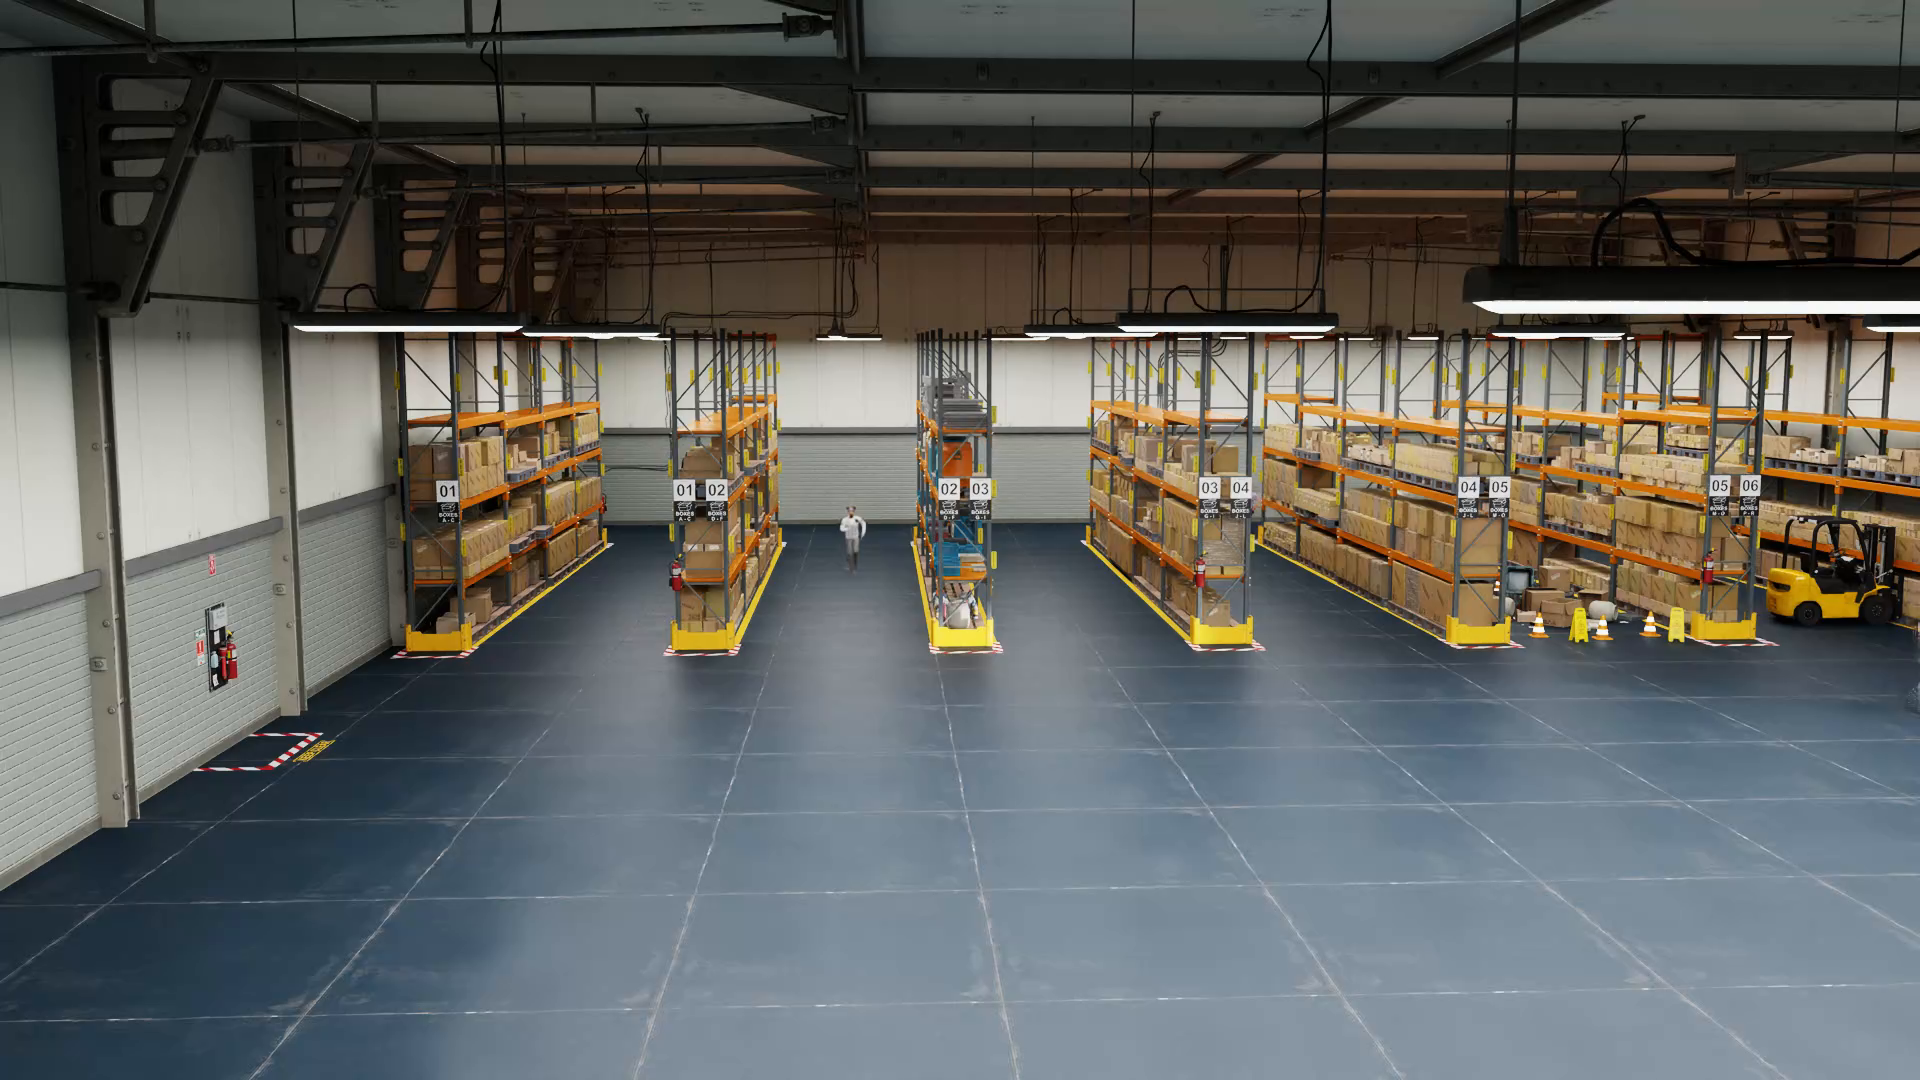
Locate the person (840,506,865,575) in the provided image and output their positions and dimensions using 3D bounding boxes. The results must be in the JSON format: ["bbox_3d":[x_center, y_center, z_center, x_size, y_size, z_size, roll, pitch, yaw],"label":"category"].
[{"bbox_3d":[-2.678,-0.008,41.563,0.622,1.740,0.878,0,7,-2],"label":"person"}]

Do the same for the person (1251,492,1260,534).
[{"bbox_3d":[8.374,-0.820,48.619,0.781,1.671,0.668,-4,8,-30],"label":"person"}]

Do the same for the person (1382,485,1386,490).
[{"bbox_3d":[12.714,-0.855,49.404,0.765,1.581,0.576,0,7,3],"label":"person"}]
